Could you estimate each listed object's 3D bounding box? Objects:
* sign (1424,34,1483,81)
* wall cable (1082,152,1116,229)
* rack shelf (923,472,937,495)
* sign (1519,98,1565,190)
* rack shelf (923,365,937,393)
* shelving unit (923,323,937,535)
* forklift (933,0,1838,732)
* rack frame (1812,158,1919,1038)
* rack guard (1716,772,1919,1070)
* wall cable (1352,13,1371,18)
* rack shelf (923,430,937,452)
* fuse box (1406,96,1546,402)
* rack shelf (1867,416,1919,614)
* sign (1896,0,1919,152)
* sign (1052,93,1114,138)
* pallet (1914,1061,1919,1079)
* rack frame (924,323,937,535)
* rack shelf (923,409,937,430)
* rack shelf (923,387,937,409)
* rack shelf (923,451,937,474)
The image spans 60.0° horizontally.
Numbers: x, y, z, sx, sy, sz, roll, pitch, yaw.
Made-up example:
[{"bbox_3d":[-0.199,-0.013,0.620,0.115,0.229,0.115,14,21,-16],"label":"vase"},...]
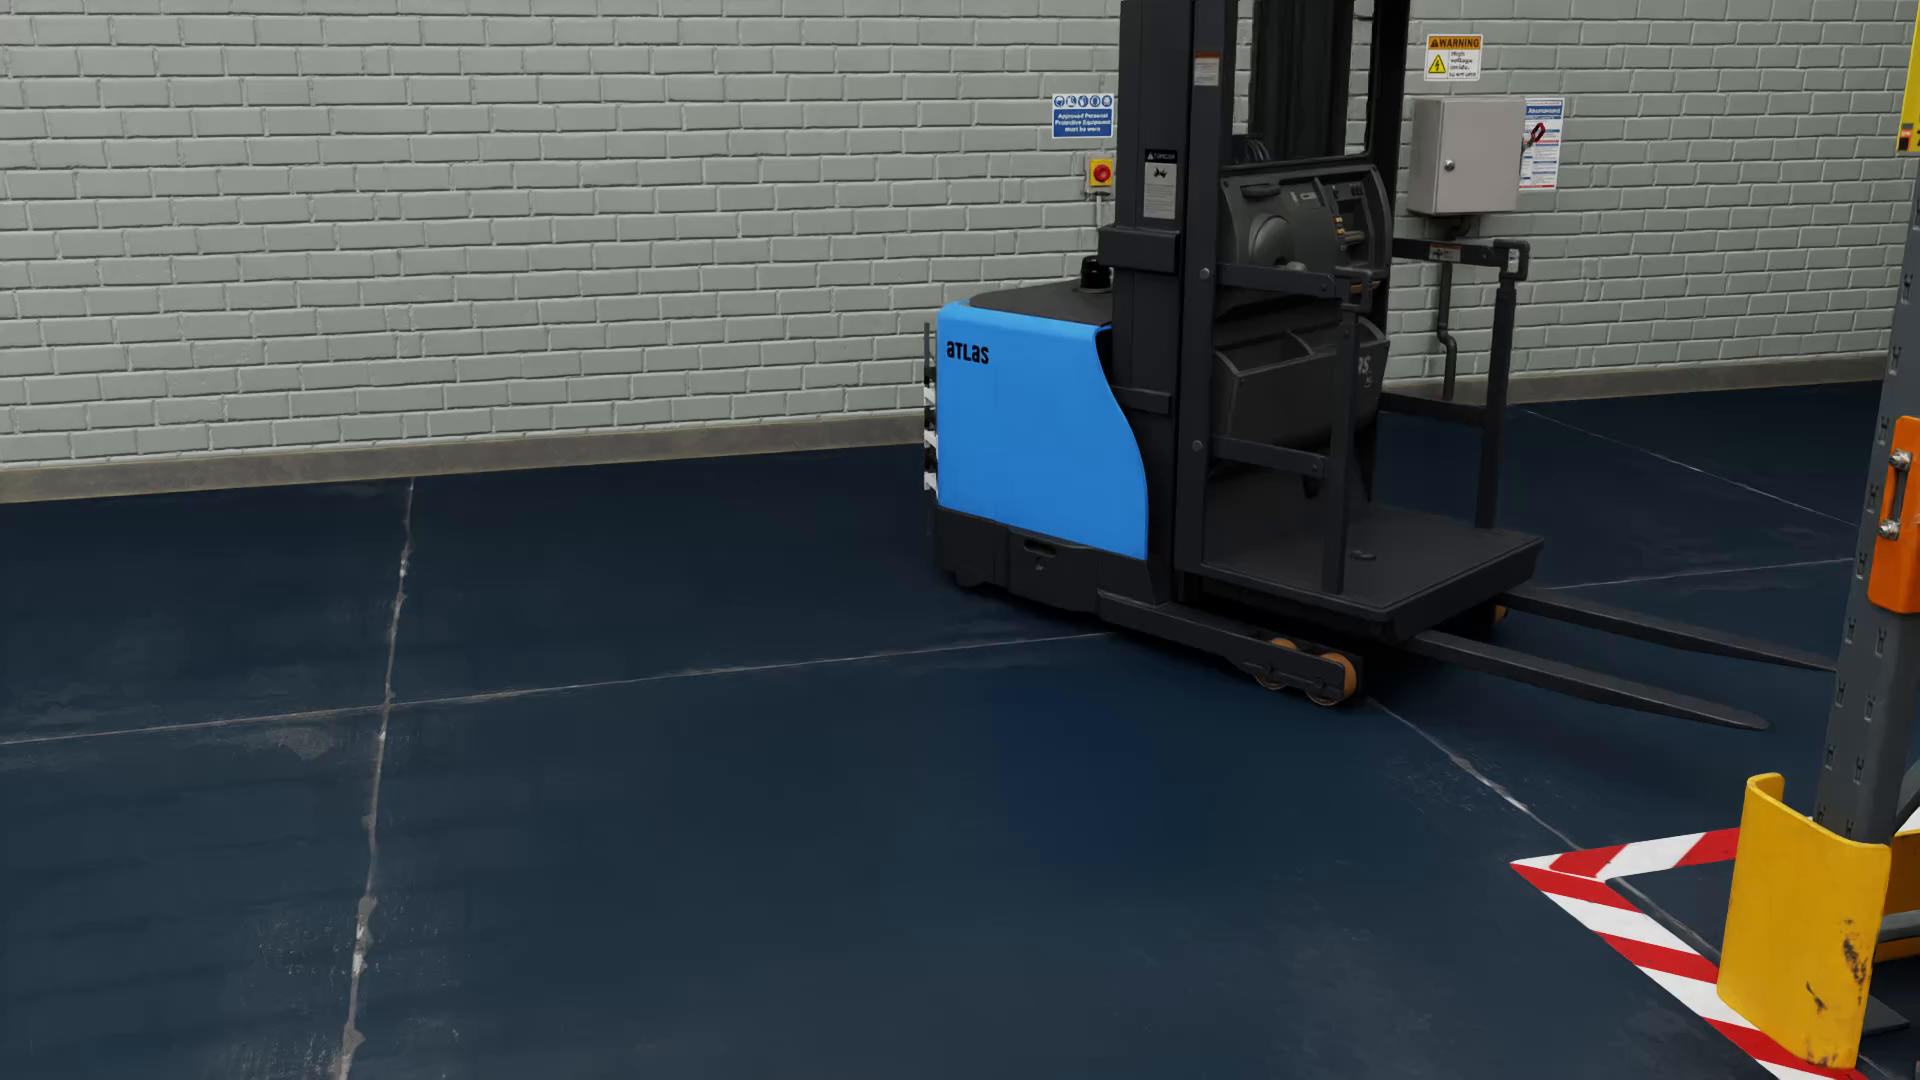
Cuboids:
[{"bbox_3d":[2.635,-2.576,8.877,0.339,0.242,0.001,-5,17,-15],"label":"sign"},{"bbox_3d":[0.685,-2.503,8.251,0.585,1.953,0.123,-5,17,-15],"label":"wall cable"},{"bbox_3d":[-0.002,-0.229,6.891,0.258,0.077,0.200,-5,17,-15],"label":"rack shelf"},{"bbox_3d":[3.163,-2.178,9.154,0.329,0.494,0.001,-5,17,-15],"label":"sign"},{"bbox_3d":[-0.002,-0.660,6.762,0.258,0.077,0.200,-5,17,-15],"label":"rack shelf"},{"bbox_3d":[-0.002,-0.433,6.830,0.258,0.900,0.210,-5,17,-15],"label":"shelving unit"},{"bbox_3d":[1.306,-1.051,5.356,3.031,2.935,1.130,16,23,42],"label":"forklift"},{"bbox_3d":[2.257,-0.444,3.215,1.000,3.000,0.127,-5,17,-15],"label":"rack frame"},{"bbox_3d":[2.250,0.747,3.597,1.175,0.500,0.348,-5,17,-15],"label":"rack guard"},{"bbox_3d":[2.045,-2.603,8.639,0.588,1.984,0.122,-5,17,-15],"label":"wall cable"},{"bbox_3d":[-0.002,-0.401,6.840,0.258,0.077,0.200,-5,17,-15],"label":"rack shelf"},{"bbox_3d":[2.745,-1.510,9.005,0.539,1.711,0.414,-5,17,-15],"label":"fuse box"},{"bbox_3d":[2.807,0.454,1.477,1.077,0.370,4.000,-5,17,-15],"label":"rack shelf"},{"bbox_3d":[1.722,-0.854,2.938,0.100,0.325,0.005,-5,17,-15],"label":"sign"},{"bbox_3d":[0.622,-2.144,8.406,0.327,0.218,0.001,-5,17,-15],"label":"sign"},{"bbox_3d":[2.552,1.107,2.900,1.003,0.211,1.213,-5,17,-15],"label":"pallet"},{"bbox_3d":[-0.030,-0.461,6.924,0.240,0.900,0.006,-5,17,-15],"label":"rack frame"},{"bbox_3d":[-0.002,-0.487,6.814,0.258,0.077,0.200,-5,17,-15],"label":"rack shelf"},{"bbox_3d":[-0.002,-0.574,6.788,0.258,0.077,0.200,-5,17,-15],"label":"rack shelf"},{"bbox_3d":[-0.002,-0.315,6.866,0.258,0.077,0.200,-5,17,-15],"label":"rack shelf"}]
